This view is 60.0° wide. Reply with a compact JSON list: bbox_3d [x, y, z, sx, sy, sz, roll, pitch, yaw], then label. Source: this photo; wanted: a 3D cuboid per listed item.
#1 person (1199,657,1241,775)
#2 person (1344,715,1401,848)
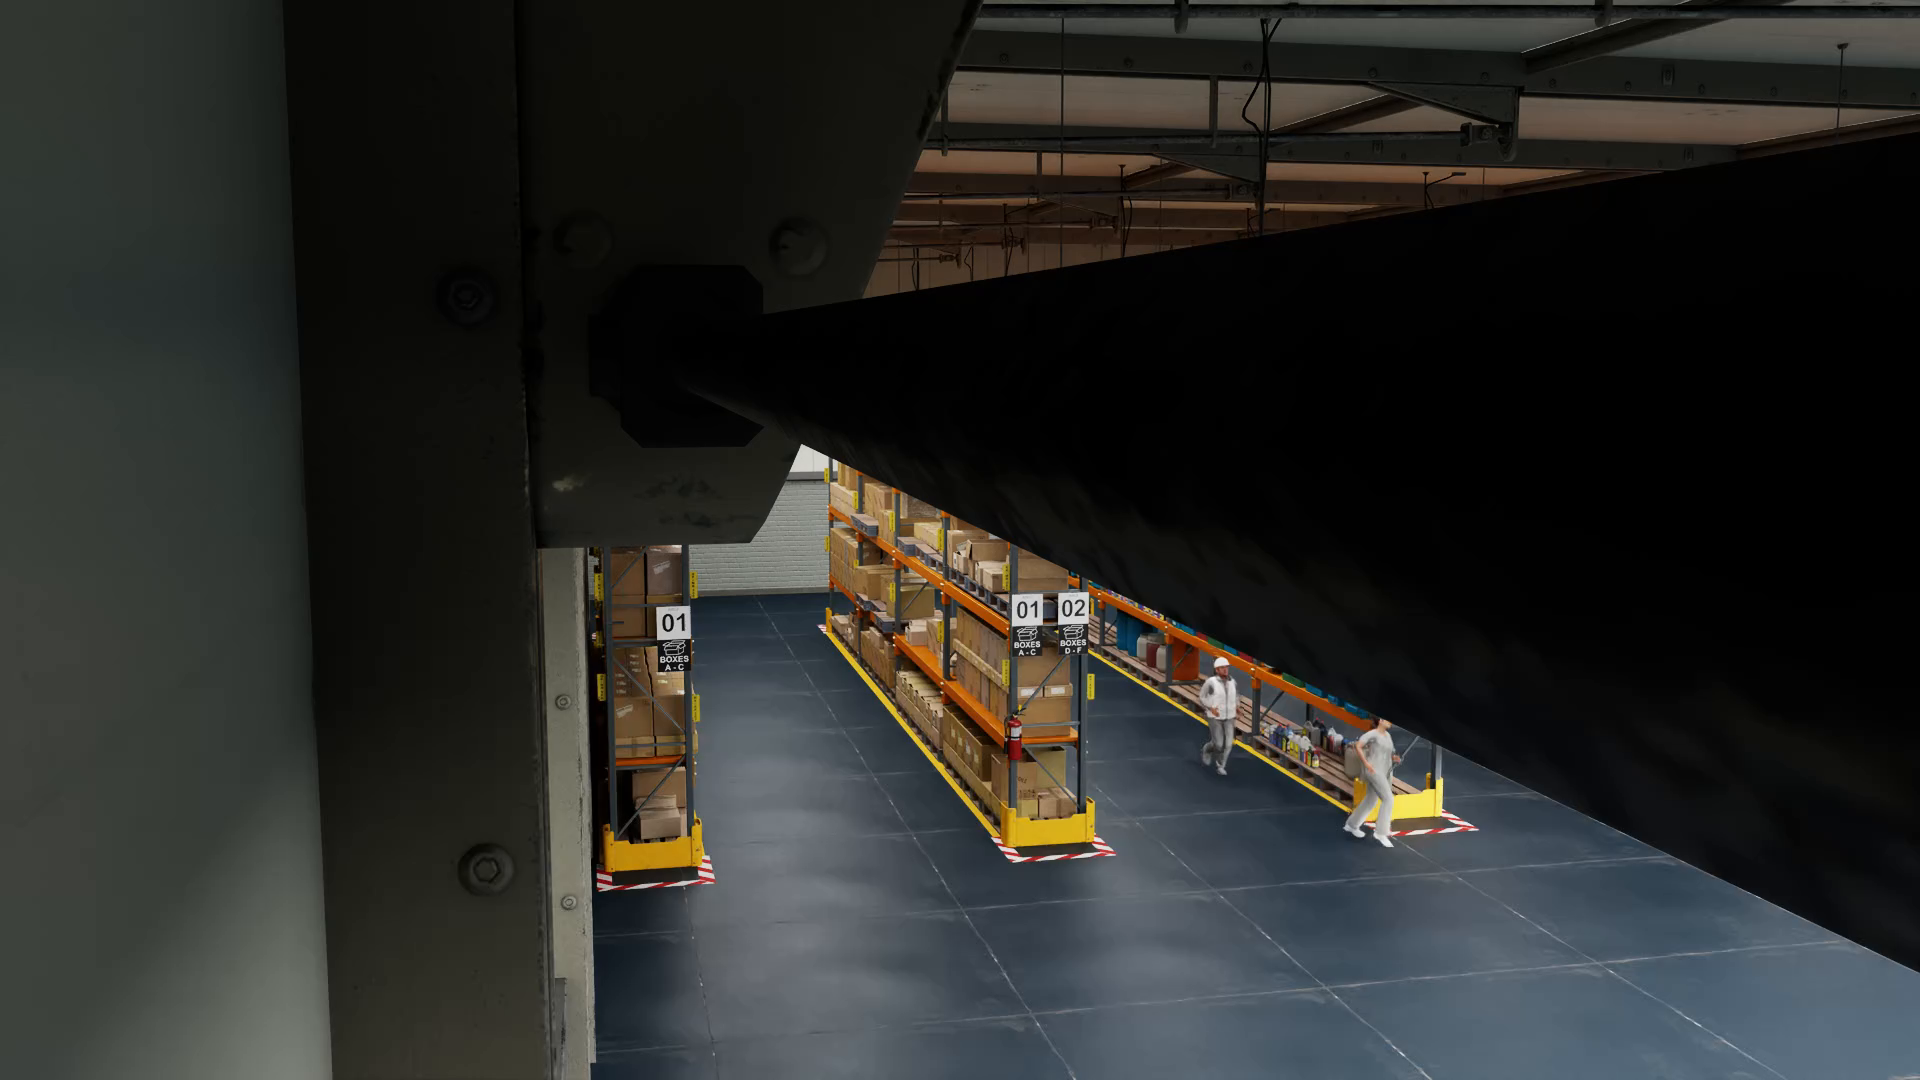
[{"bbox_3d":[3.827,2.576,24.442,0.645,1.727,0.580,-2,7,-19],"label":"person"},{"bbox_3d":[5.297,3.008,21.213,0.681,1.705,0.556,4,8,31],"label":"person"}]
